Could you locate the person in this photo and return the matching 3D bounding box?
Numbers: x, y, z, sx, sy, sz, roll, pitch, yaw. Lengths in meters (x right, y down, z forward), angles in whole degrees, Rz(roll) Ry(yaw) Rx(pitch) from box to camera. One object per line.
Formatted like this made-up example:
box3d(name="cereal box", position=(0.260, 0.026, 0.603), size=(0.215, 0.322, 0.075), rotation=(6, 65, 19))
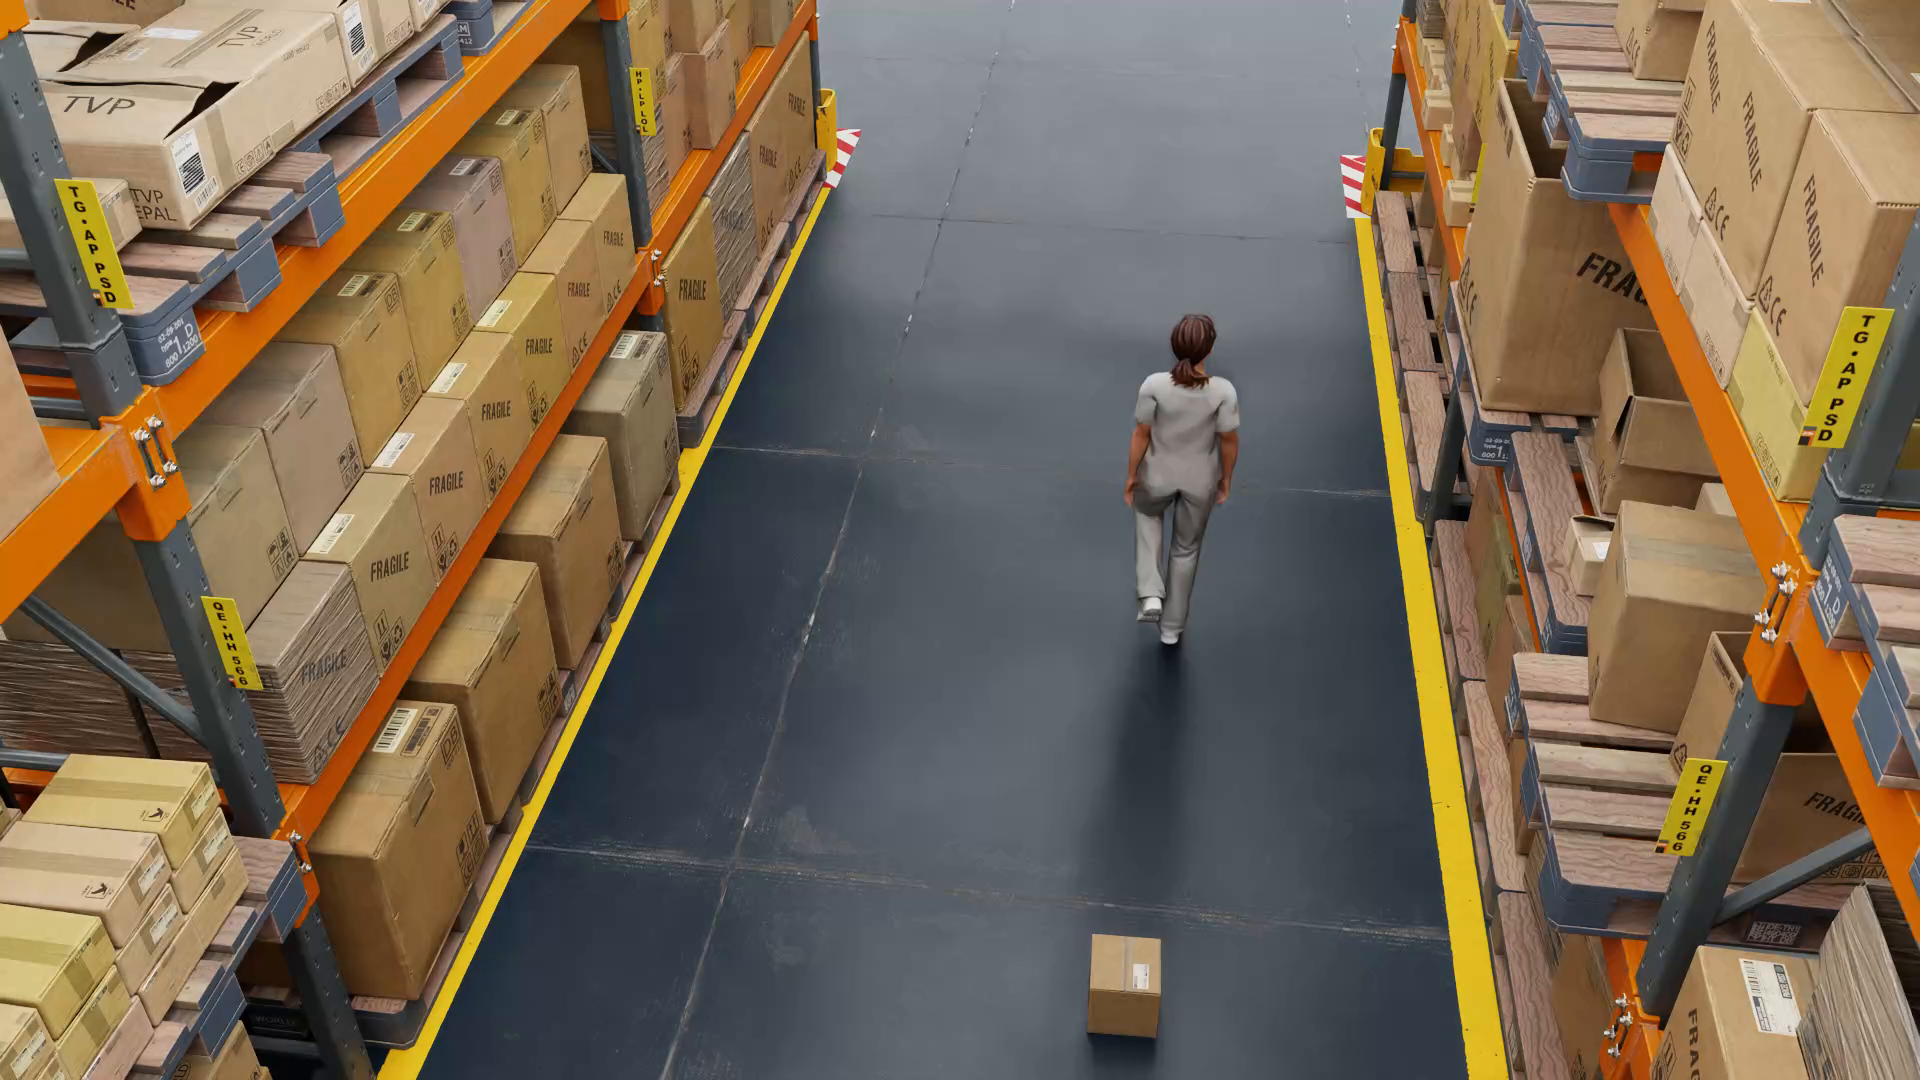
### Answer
box3d(name="person", position=(0.979, -0.288, 7.389), size=(0.475, 1.665, 0.452), rotation=(7, 37, 9))
